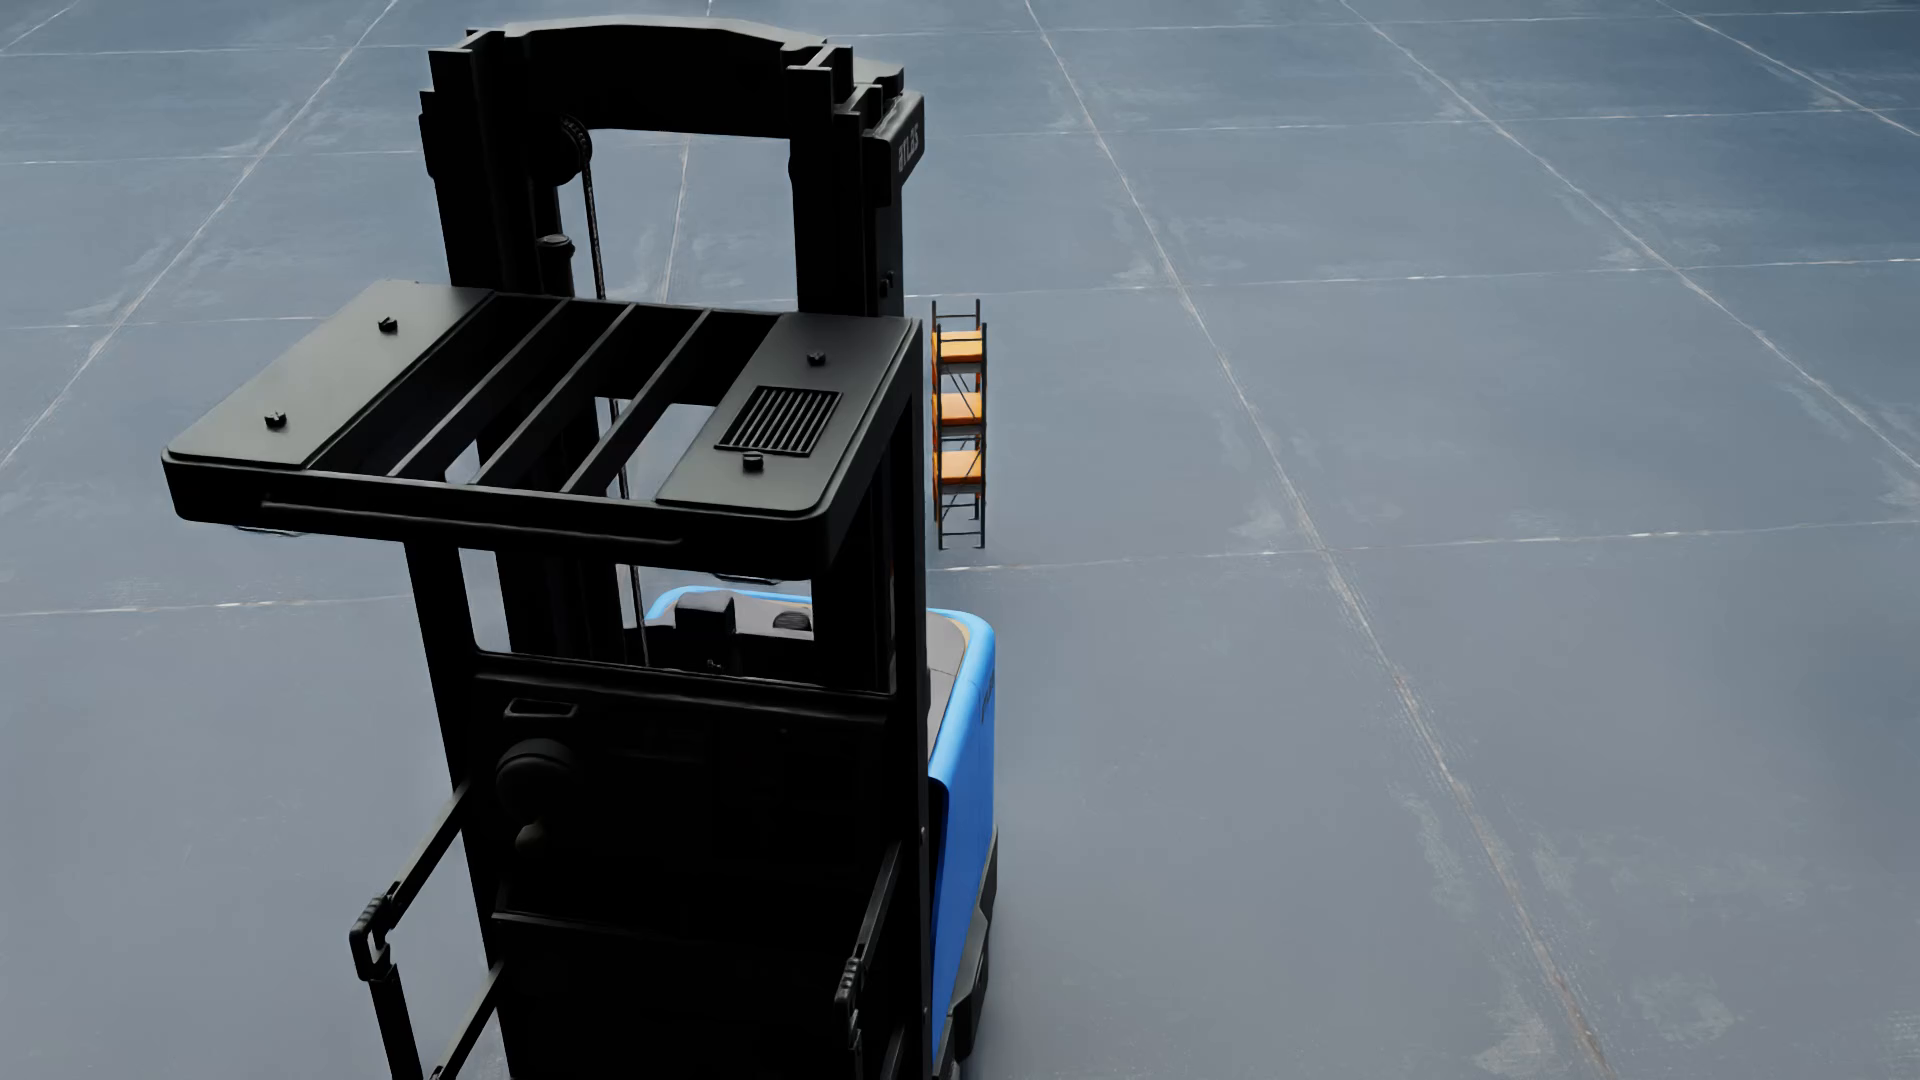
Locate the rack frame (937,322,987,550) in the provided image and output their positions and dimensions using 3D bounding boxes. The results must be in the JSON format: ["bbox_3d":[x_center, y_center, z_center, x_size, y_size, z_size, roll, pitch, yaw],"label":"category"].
[{"bbox_3d":[0.006,-0.416,6.922,0.200,1.050,0.008,-3,31,-5],"label":"rack frame"}]

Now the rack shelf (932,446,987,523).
[{"bbox_3d":[-0.005,-0.230,7.174,0.215,0.259,0.240,-3,31,-5],"label":"rack shelf"}]

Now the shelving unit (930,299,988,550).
[{"bbox_3d":[-0.005,-0.478,7.027,0.215,1.050,0.252,-3,31,-5],"label":"shelving unit"}]

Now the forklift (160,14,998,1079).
[{"bbox_3d":[-0.657,0.573,3.433,1.130,2.935,3.031,5,31,9],"label":"forklift"}]

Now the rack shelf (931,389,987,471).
[{"bbox_3d":[-0.005,-0.469,7.032,0.215,0.259,0.240,-3,31,-5],"label":"rack shelf"}]

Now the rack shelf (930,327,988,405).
[{"bbox_3d":[-0.005,-0.713,6.886,0.215,0.259,0.240,-3,31,-5],"label":"rack shelf"}]

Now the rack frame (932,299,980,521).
[{"bbox_3d":[-0.016,-0.540,7.131,0.200,1.050,0.008,-3,31,-5],"label":"rack frame"}]
